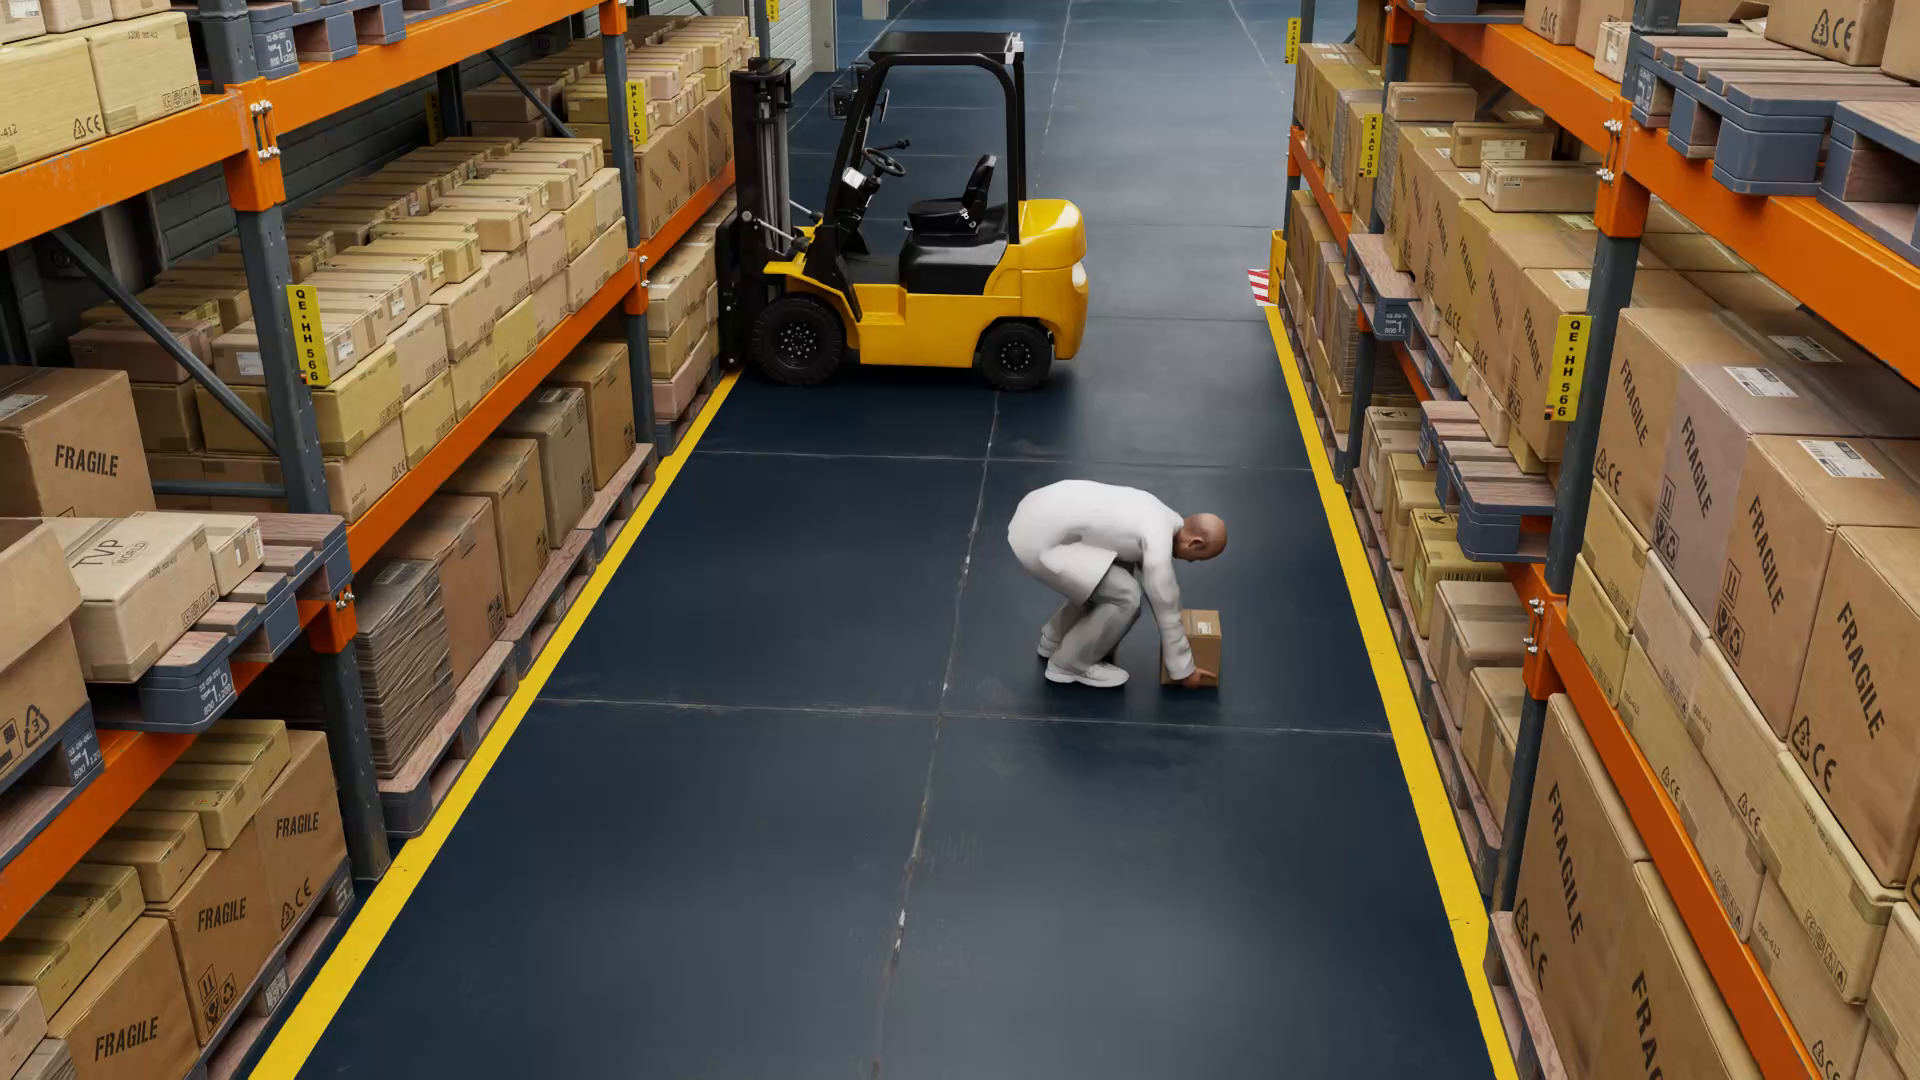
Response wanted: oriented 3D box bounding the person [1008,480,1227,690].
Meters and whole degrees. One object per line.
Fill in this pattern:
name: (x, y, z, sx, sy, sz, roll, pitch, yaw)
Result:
person: (0.683, 0.182, 7.313, 0.952, 0.911, 0.590, 1, 24, 2)
